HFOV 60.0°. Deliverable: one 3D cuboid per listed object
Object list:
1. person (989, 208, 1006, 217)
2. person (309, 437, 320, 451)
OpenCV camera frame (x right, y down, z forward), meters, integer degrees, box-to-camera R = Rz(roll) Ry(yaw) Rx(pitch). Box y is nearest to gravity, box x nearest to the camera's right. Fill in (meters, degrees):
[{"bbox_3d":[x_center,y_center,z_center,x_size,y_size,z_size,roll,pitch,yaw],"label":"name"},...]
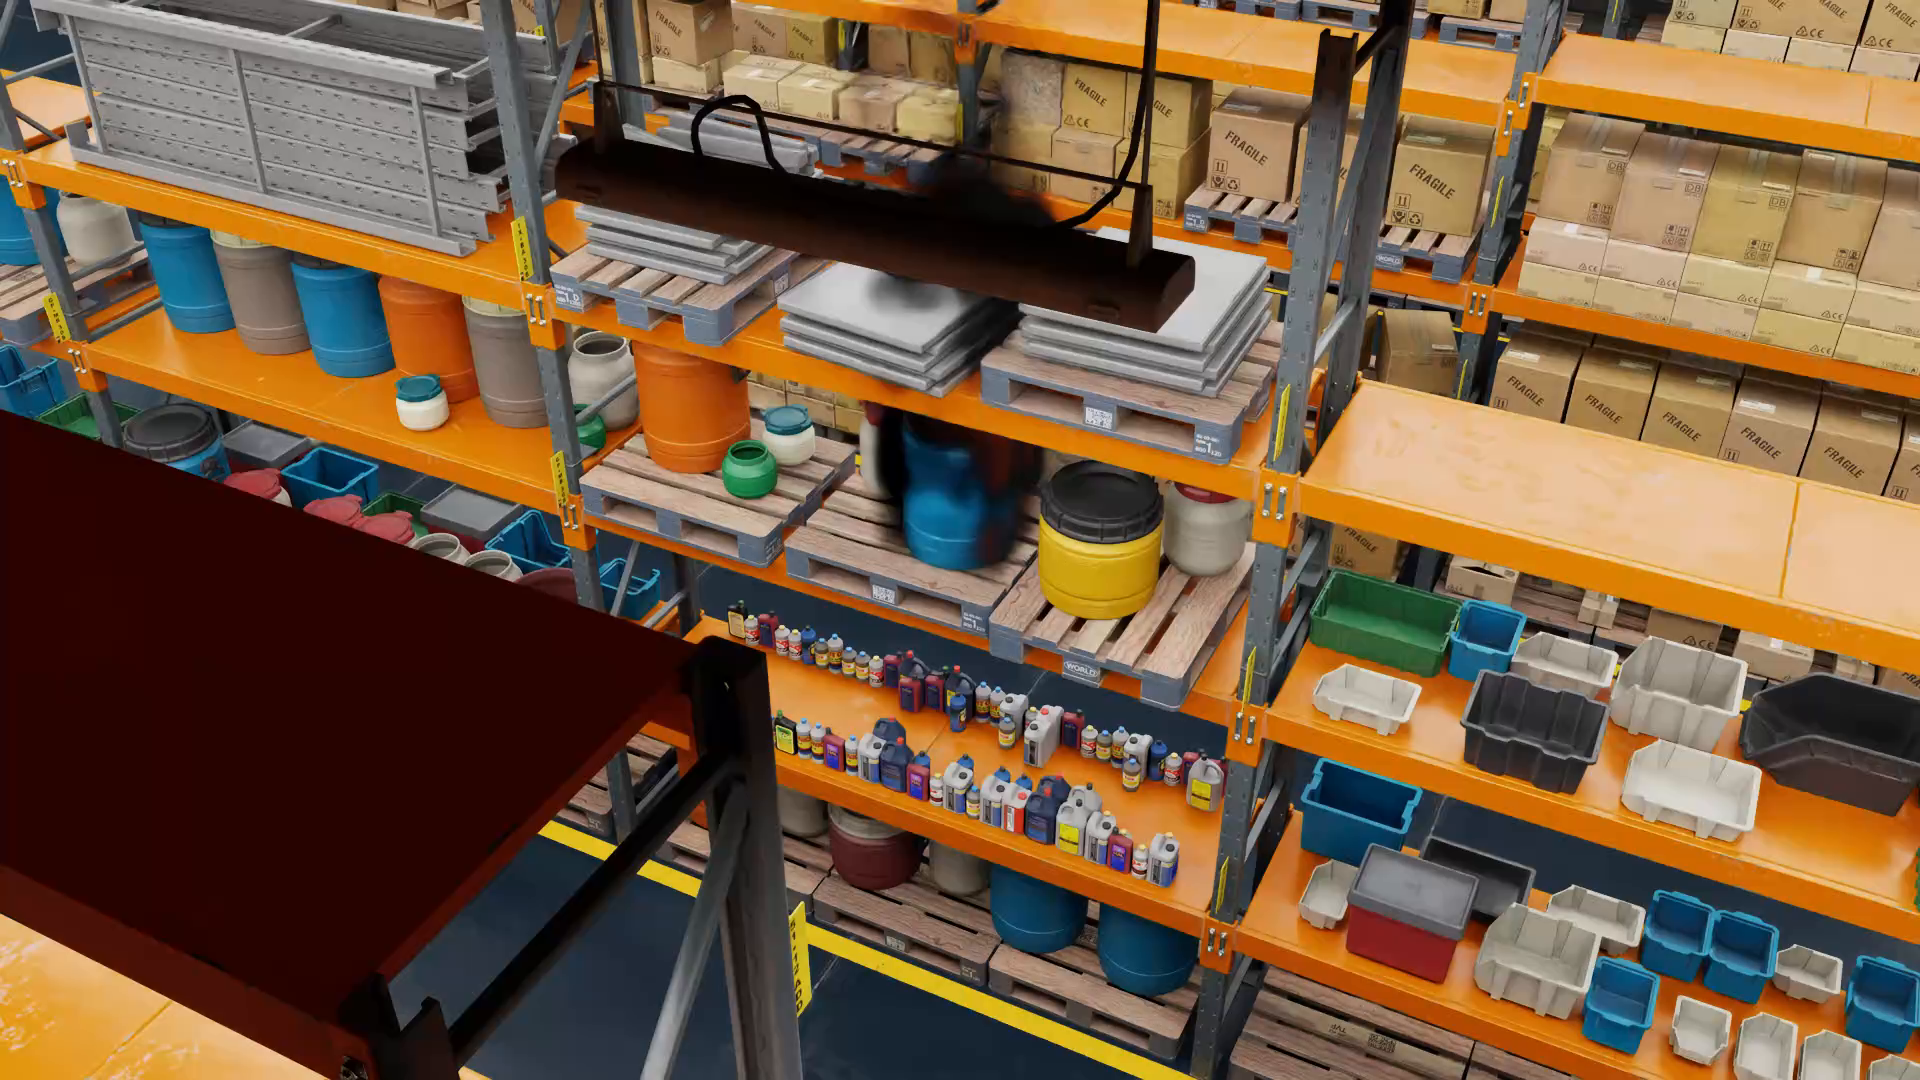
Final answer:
[{"bbox_3d":[0.432,-2.560,16.001,0.915,1.767,0.641,10,36,14],"label":"person"},{"bbox_3d":[-5.349,-0.797,13.587,0.782,1.670,0.603,21,40,27],"label":"person"}]
